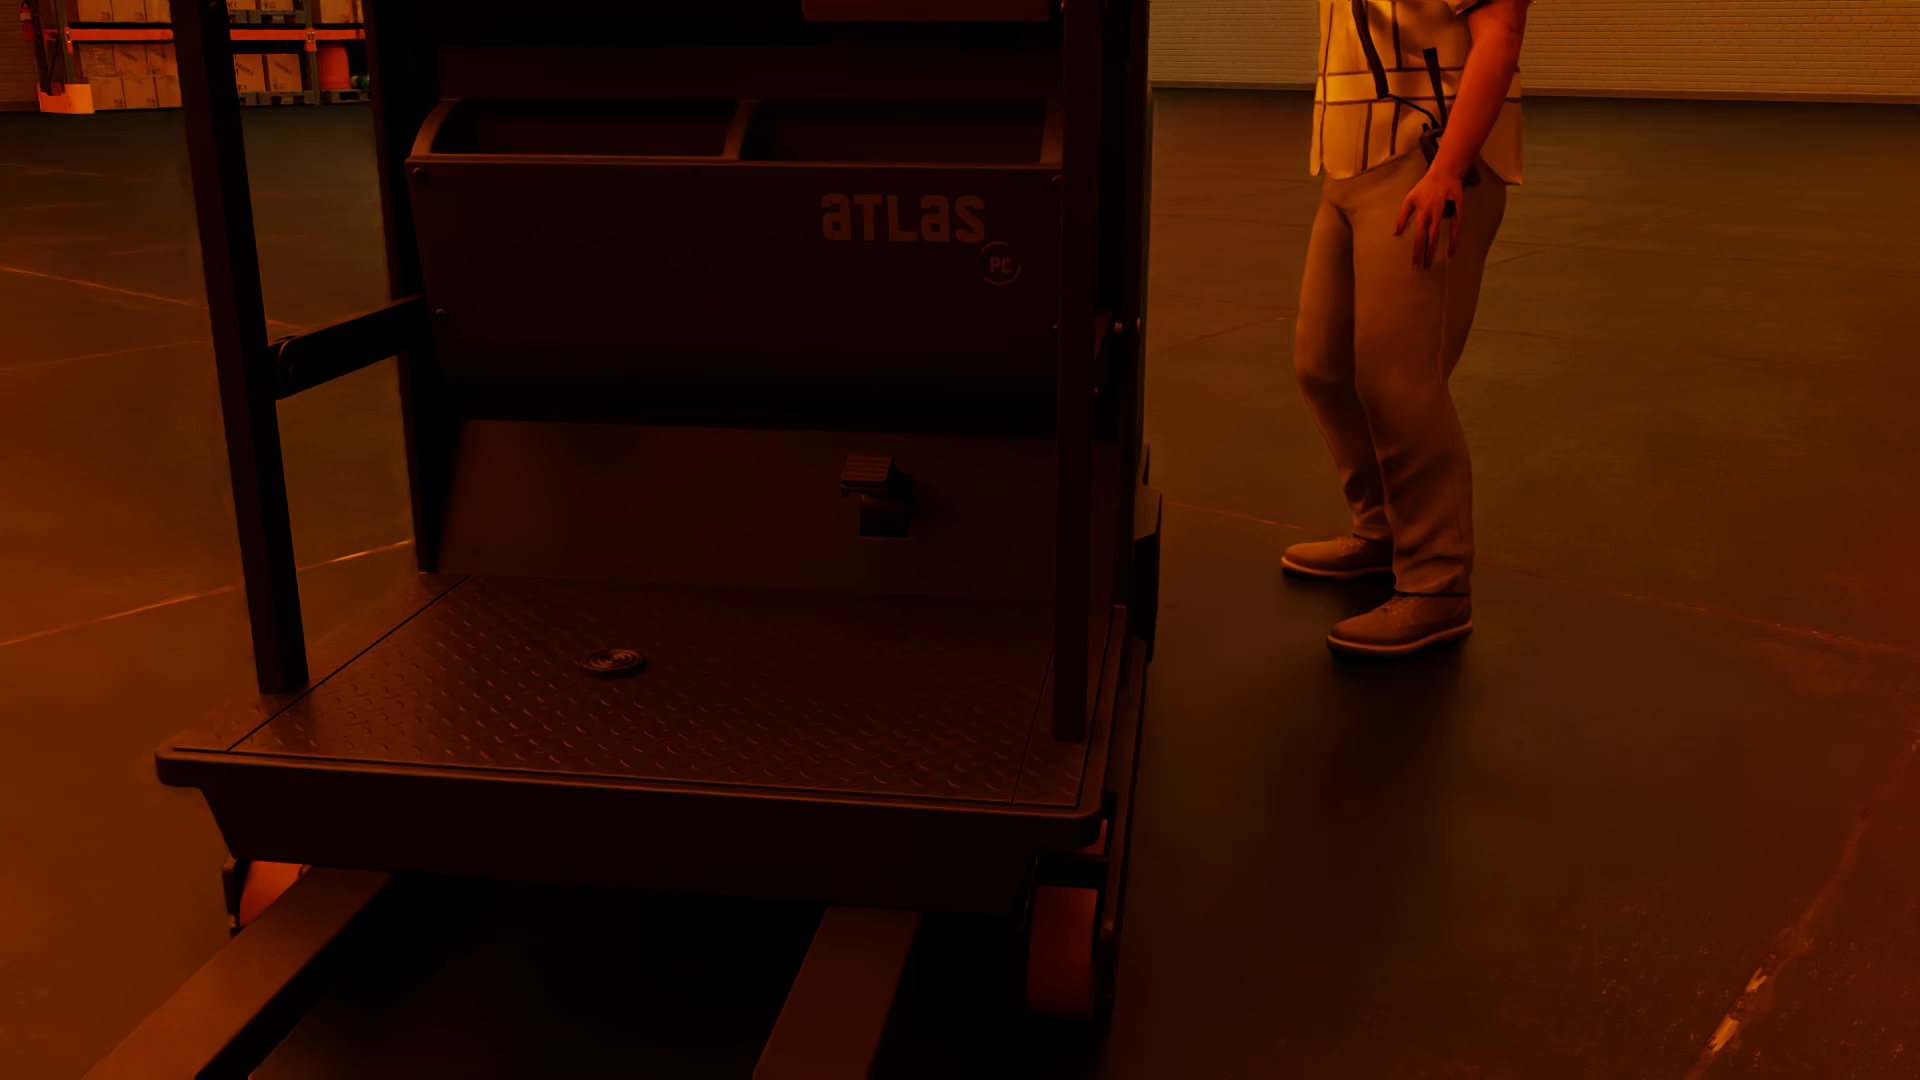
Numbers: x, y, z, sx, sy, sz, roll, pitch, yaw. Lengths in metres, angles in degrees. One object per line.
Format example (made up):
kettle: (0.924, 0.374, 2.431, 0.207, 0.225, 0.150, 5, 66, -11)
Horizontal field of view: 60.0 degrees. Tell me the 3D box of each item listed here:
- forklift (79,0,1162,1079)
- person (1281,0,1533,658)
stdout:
forklift: (-0.323, -0.928, 1.952, 1.130, 2.935, 3.031, 2, 17, 8)
person: (0.873, -0.710, 3.317, 0.440, 1.725, 0.787, -3, 17, -9)
